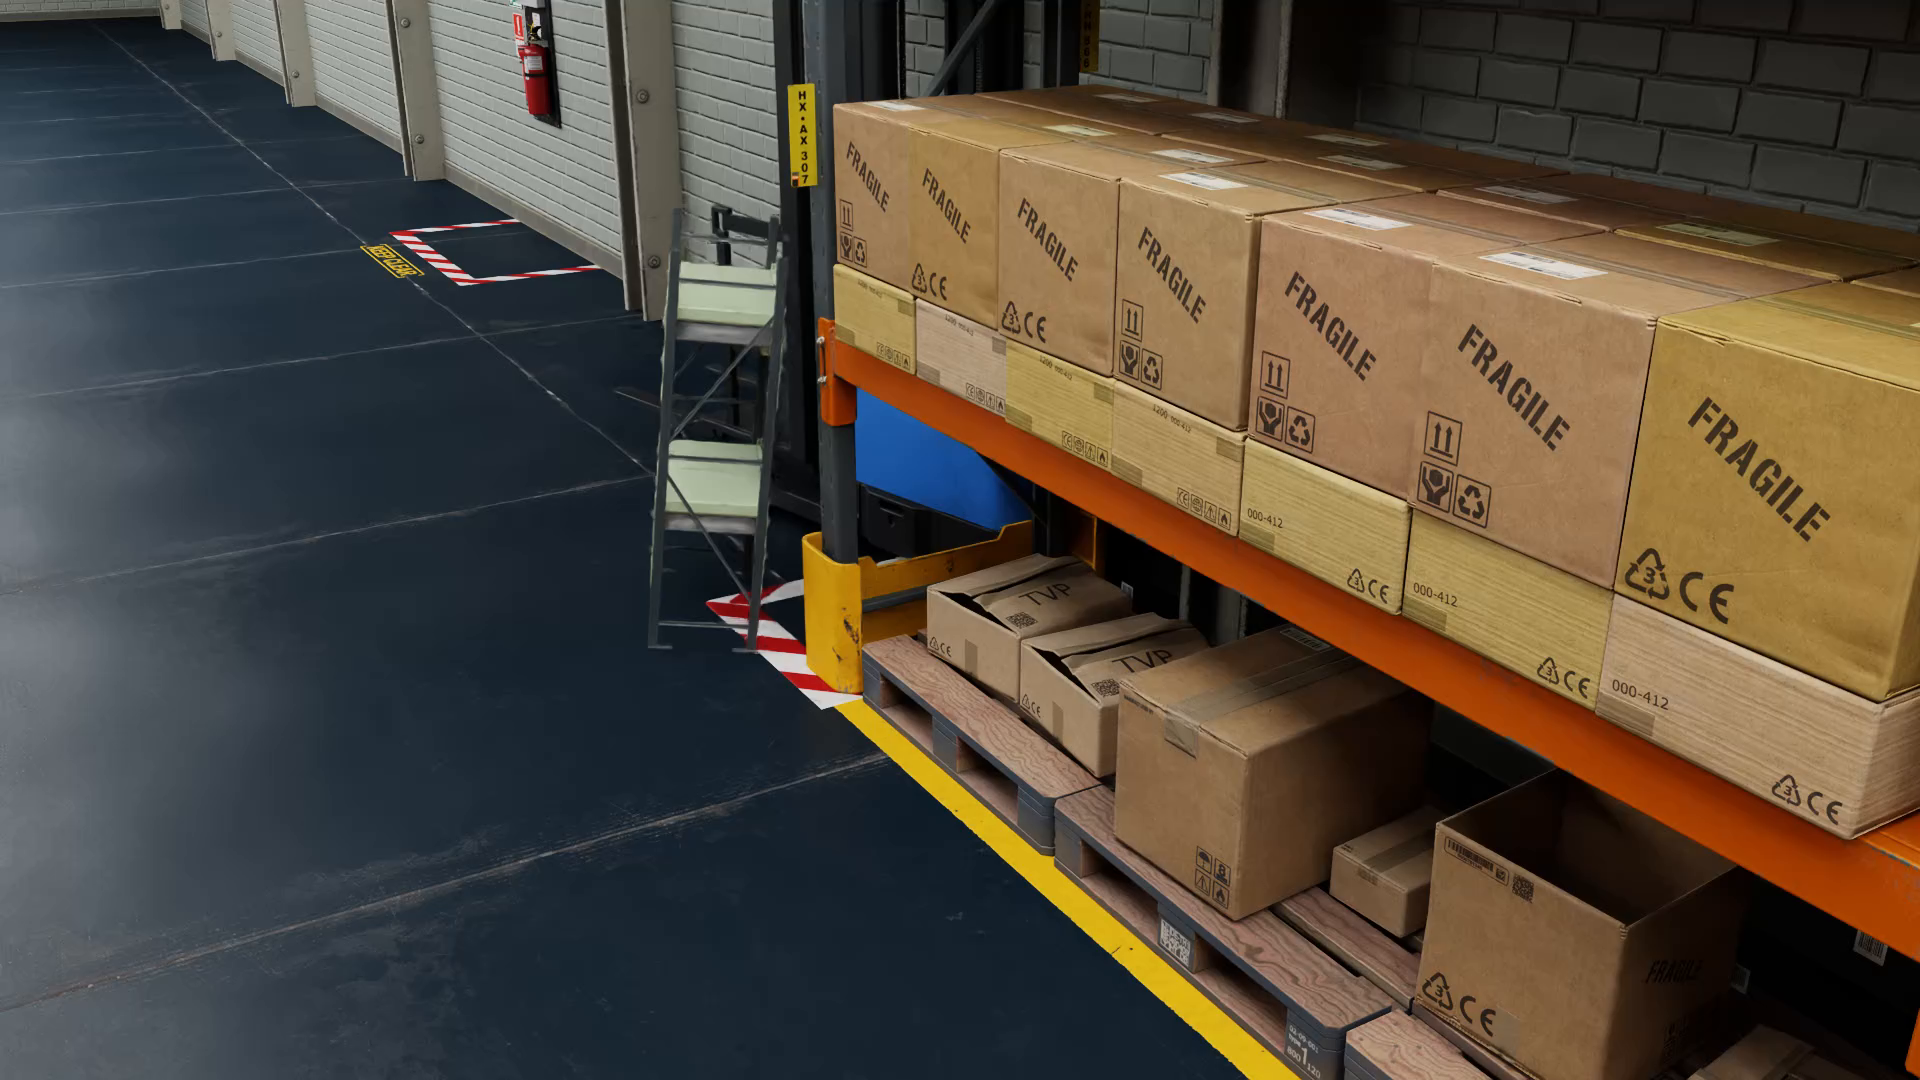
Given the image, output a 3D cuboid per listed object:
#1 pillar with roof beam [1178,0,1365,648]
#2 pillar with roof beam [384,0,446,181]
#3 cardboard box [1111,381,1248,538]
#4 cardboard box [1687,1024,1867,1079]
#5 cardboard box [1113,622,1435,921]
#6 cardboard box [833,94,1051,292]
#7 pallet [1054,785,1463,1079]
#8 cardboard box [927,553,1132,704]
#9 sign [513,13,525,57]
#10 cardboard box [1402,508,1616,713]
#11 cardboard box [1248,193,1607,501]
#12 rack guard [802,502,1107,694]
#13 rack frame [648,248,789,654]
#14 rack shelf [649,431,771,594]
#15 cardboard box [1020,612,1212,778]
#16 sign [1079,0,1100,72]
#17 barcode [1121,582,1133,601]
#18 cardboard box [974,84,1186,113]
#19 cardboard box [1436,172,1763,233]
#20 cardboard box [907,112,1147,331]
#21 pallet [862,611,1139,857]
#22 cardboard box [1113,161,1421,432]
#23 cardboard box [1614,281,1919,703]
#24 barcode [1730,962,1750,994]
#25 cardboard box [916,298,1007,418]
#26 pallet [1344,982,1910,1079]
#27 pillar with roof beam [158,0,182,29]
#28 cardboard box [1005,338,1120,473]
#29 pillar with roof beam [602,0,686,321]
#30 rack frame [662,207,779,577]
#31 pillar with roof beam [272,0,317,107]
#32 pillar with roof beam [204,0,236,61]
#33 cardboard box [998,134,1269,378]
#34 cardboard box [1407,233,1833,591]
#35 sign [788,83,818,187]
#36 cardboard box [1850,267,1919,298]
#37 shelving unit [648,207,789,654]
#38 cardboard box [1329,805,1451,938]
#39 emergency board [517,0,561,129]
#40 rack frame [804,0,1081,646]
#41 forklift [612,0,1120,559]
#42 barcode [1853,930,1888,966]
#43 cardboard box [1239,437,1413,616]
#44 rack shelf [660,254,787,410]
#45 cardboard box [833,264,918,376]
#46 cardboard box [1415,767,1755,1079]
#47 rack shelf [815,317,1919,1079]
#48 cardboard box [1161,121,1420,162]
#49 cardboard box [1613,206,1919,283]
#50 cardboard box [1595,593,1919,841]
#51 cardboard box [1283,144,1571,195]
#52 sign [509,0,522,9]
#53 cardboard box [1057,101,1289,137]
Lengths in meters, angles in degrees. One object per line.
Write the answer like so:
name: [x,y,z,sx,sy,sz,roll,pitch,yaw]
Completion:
pillar with roof beam: [-2.642,-2.912,2.525,9.100,9.000,0.400,-13,25,-28]
pillar with roof beam: [-8.772,-6.796,12.082,9.100,9.000,0.400,-13,25,-28]
cardboard box: [0.723,-0.246,4.106,0.500,0.250,0.500,-12,25,-28]
cardboard box: [1.702,1.215,3.517,0.380,0.166,0.250,-17,27,-35]
cardboard box: [0.857,0.606,4.572,0.700,0.500,0.500,-14,26,-32]
cardboard box: [-0.057,-1.096,5.201,0.500,0.500,0.500,-13,25,-28]
pallet: [1.000,0.960,4.670,1.003,0.211,1.213,-13,25,-28]
cardboard box: [0.234,0.262,5.670,0.500,0.311,0.500,-16,27,-34]
sign: [-3.429,-3.926,12.939,0.001,0.329,0.234,-13,25,-28]
cardboard box: [1.251,0.076,3.313,0.500,0.250,0.500,-12,25,-28]
cardboard box: [0.986,-0.432,3.568,0.500,0.500,0.500,-13,26,-30]
rack guard: [-0.003,0.162,6.250,1.175,0.500,0.348,-13,25,-28]
rack frame: [-0.876,-0.282,5.953,0.400,1.500,0.023,3,21,-10]
rack shelf: [-0.968,-0.117,6.406,0.431,0.370,0.720,3,21,-10]
cardboard box: [0.525,0.447,5.216,0.500,0.311,0.500,-10,24,-24]
sign: [0.445,-1.804,5.809,0.100,0.325,0.005,-13,25,-28]
barcode: [0.587,0.187,5.843,0.001,0.075,0.075,-13,25,-28]
cardboard box: [0.381,-1.196,5.448,0.500,0.500,0.500,-13,25,-29]
cardboard box: [1.430,-0.536,3.824,0.500,0.500,0.500,-12,25,-27]
cardboard box: [0.187,-0.934,4.802,0.500,0.500,0.500,-13,25,-28]
pallet: [0.381,0.565,5.641,1.003,0.211,1.213,-13,25,-28]
cardboard box: [0.719,-0.601,3.982,0.500,0.500,0.500,-12,25,-27]
cardboard box: [1.494,-0.107,2.768,0.500,0.500,0.500,-13,25,-28]
barcode: [1.825,1.025,3.914,0.001,0.075,0.075,-13,25,-28]
cardboard box: [0.212,-0.576,4.919,0.500,0.250,0.500,-13,26,-30]
pallet: [1.627,1.355,3.697,1.003,0.211,1.213,-13,25,-28]
pillar with roof beam: [-17.967,-12.623,26.417,9.100,9.000,0.400,-13,25,-28]
cardboard box: [0.467,-0.410,4.510,0.500,0.250,0.500,-13,26,-29]
pillar with roof beam: [-5.707,-4.854,7.303,9.100,9.000,0.400,-13,25,-28]
rack frame: [-0.982,-0.556,6.624,0.400,1.500,0.023,3,21,-10]
pillar with roof beam: [-11.837,-8.739,16.860,9.100,9.000,0.400,-13,25,-28]
pillar with roof beam: [-14.902,-10.681,21.639,9.100,9.000,0.400,-13,25,-28]
cardboard box: [0.446,-0.765,4.388,0.500,0.500,0.500,-14,26,-30]
cardboard box: [1.234,-0.267,3.162,0.500,0.500,0.500,-13,25,-29]
sign: [-0.509,-1.318,5.420,0.100,0.325,0.005,-13,25,-28]
cardboard box: [1.940,-0.206,3.010,0.500,0.500,0.500,-13,26,-29]
shelving unit: [-0.929,-0.419,6.289,0.431,1.500,0.755,3,21,-10]
cardboard box: [1.201,0.869,4.391,0.380,0.149,0.250,-15,26,-32]
emergency board: [-3.236,-3.710,12.456,0.194,1.169,0.643,-13,25,-28]
rack frame: [-0.042,-1.021,5.840,1.000,3.000,0.127,-13,25,-28]
forklift: [-0.509,-1.621,7.407,1.130,2.935,3.031,-21,30,-41]
barcode: [1.931,0.859,3.525,0.001,0.075,0.075,-13,25,-28]
cardboard box: [0.981,-0.084,3.706,0.500,0.250,0.500,-13,25,-29]
rack shelf: [-0.882,-0.781,6.149,0.431,0.370,0.720,3,21,-10]
cardboard box: [-0.066,-0.742,5.325,0.500,0.250,0.500,-13,26,-30]
cardboard box: [1.436,0.900,3.850,0.500,0.500,0.500,-15,26,-32]
rack shelf: [0.979,-0.040,4.382,1.077,0.370,4.000,-13,25,-28]
cardboard box: [0.898,-0.865,4.633,0.500,0.500,0.500,-13,26,-30]
cardboard box: [1.679,-0.374,3.424,0.500,0.500,0.500,-13,25,-29]
cardboard box: [1.498,0.239,2.912,0.500,0.250,0.500,-13,25,-28]
cardboard box: [1.155,-0.702,4.232,0.500,0.500,0.500,-12,25,-28]
sign: [-3.435,-4.168,12.831,0.001,0.109,0.331,-13,25,-28]
cardboard box: [0.630,-1.032,5.043,0.500,0.500,0.500,-12,25,-28]
